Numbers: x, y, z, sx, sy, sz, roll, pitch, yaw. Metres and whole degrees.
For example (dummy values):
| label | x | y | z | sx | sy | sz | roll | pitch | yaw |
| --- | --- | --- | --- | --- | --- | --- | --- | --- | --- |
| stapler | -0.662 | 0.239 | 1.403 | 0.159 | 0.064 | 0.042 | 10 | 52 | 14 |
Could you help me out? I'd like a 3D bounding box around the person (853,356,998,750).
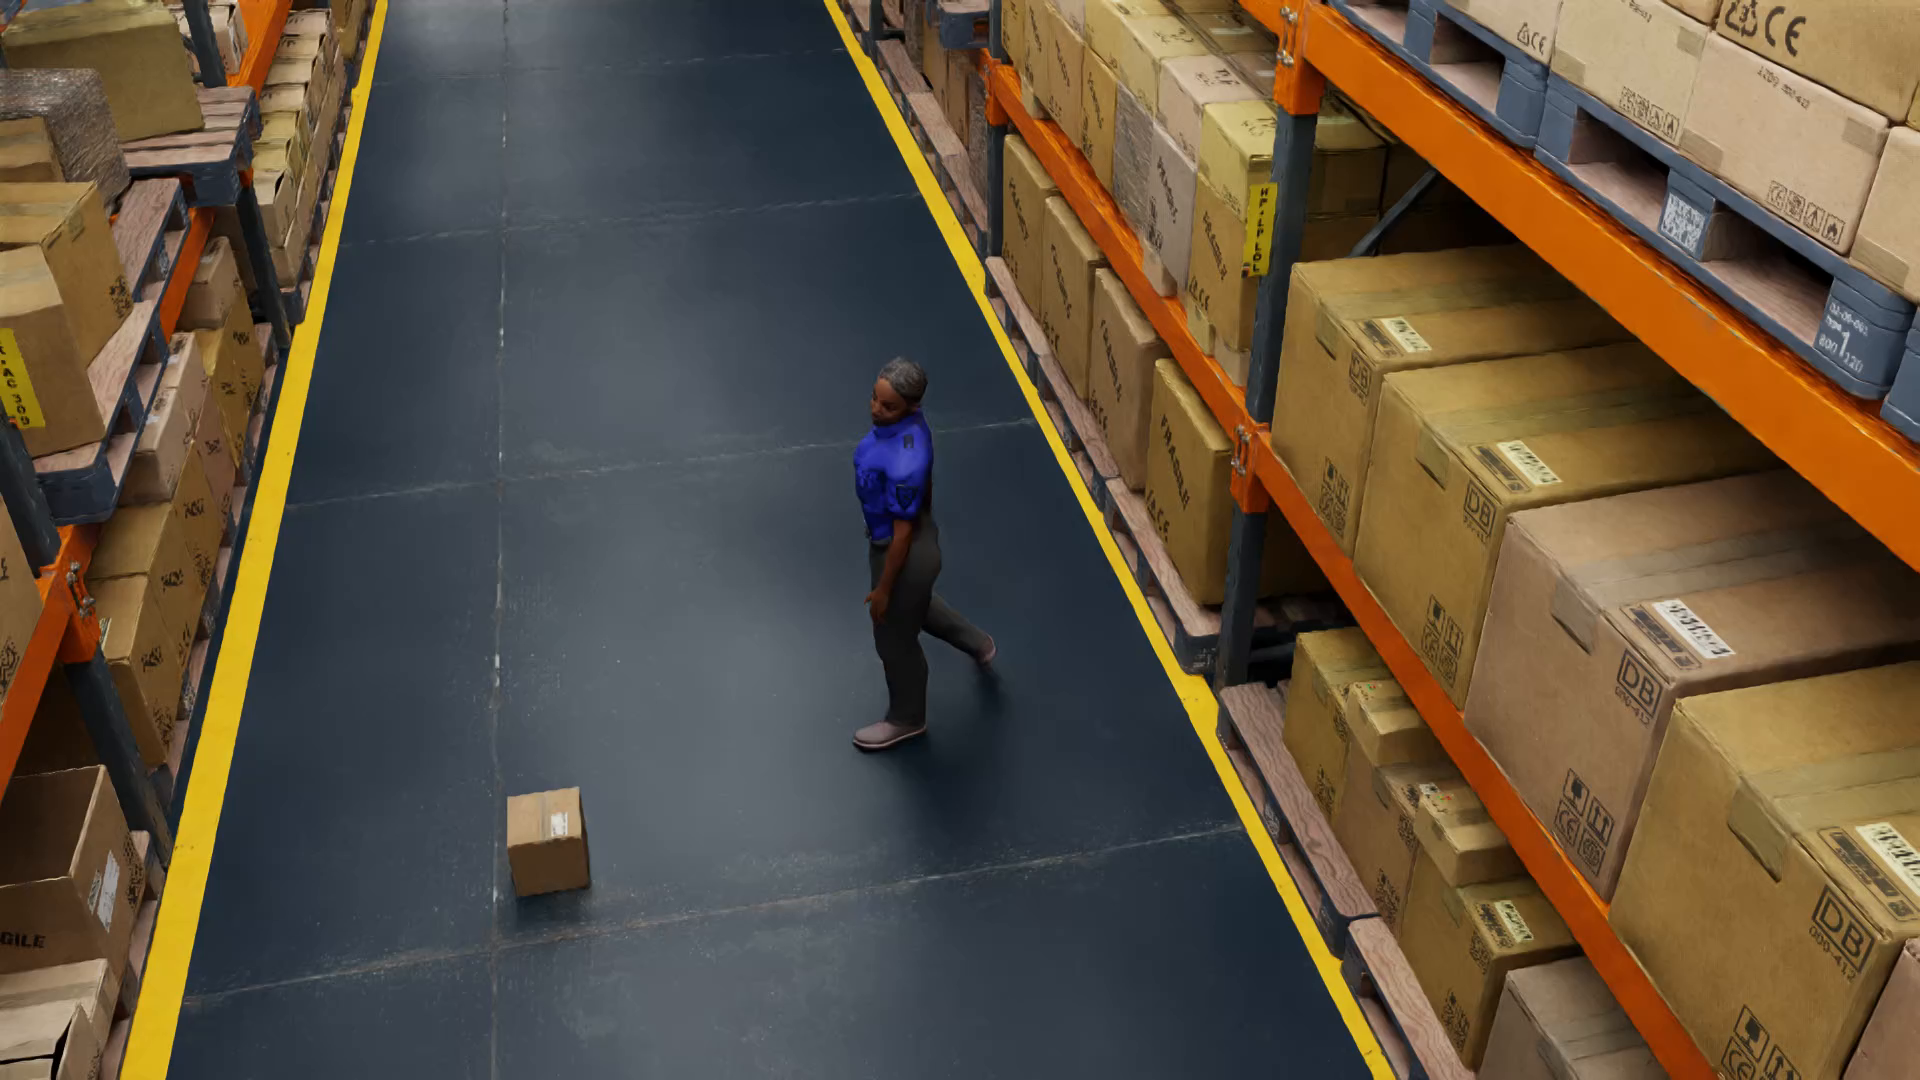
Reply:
| label | x | y | z | sx | sy | sz | roll | pitch | yaw |
| --- | --- | --- | --- | --- | --- | --- | --- | --- | --- |
| person | -0.135 | 0.009 | 6.139 | 0.583 | 1.656 | 0.653 | -2 | 35 | -3 |
